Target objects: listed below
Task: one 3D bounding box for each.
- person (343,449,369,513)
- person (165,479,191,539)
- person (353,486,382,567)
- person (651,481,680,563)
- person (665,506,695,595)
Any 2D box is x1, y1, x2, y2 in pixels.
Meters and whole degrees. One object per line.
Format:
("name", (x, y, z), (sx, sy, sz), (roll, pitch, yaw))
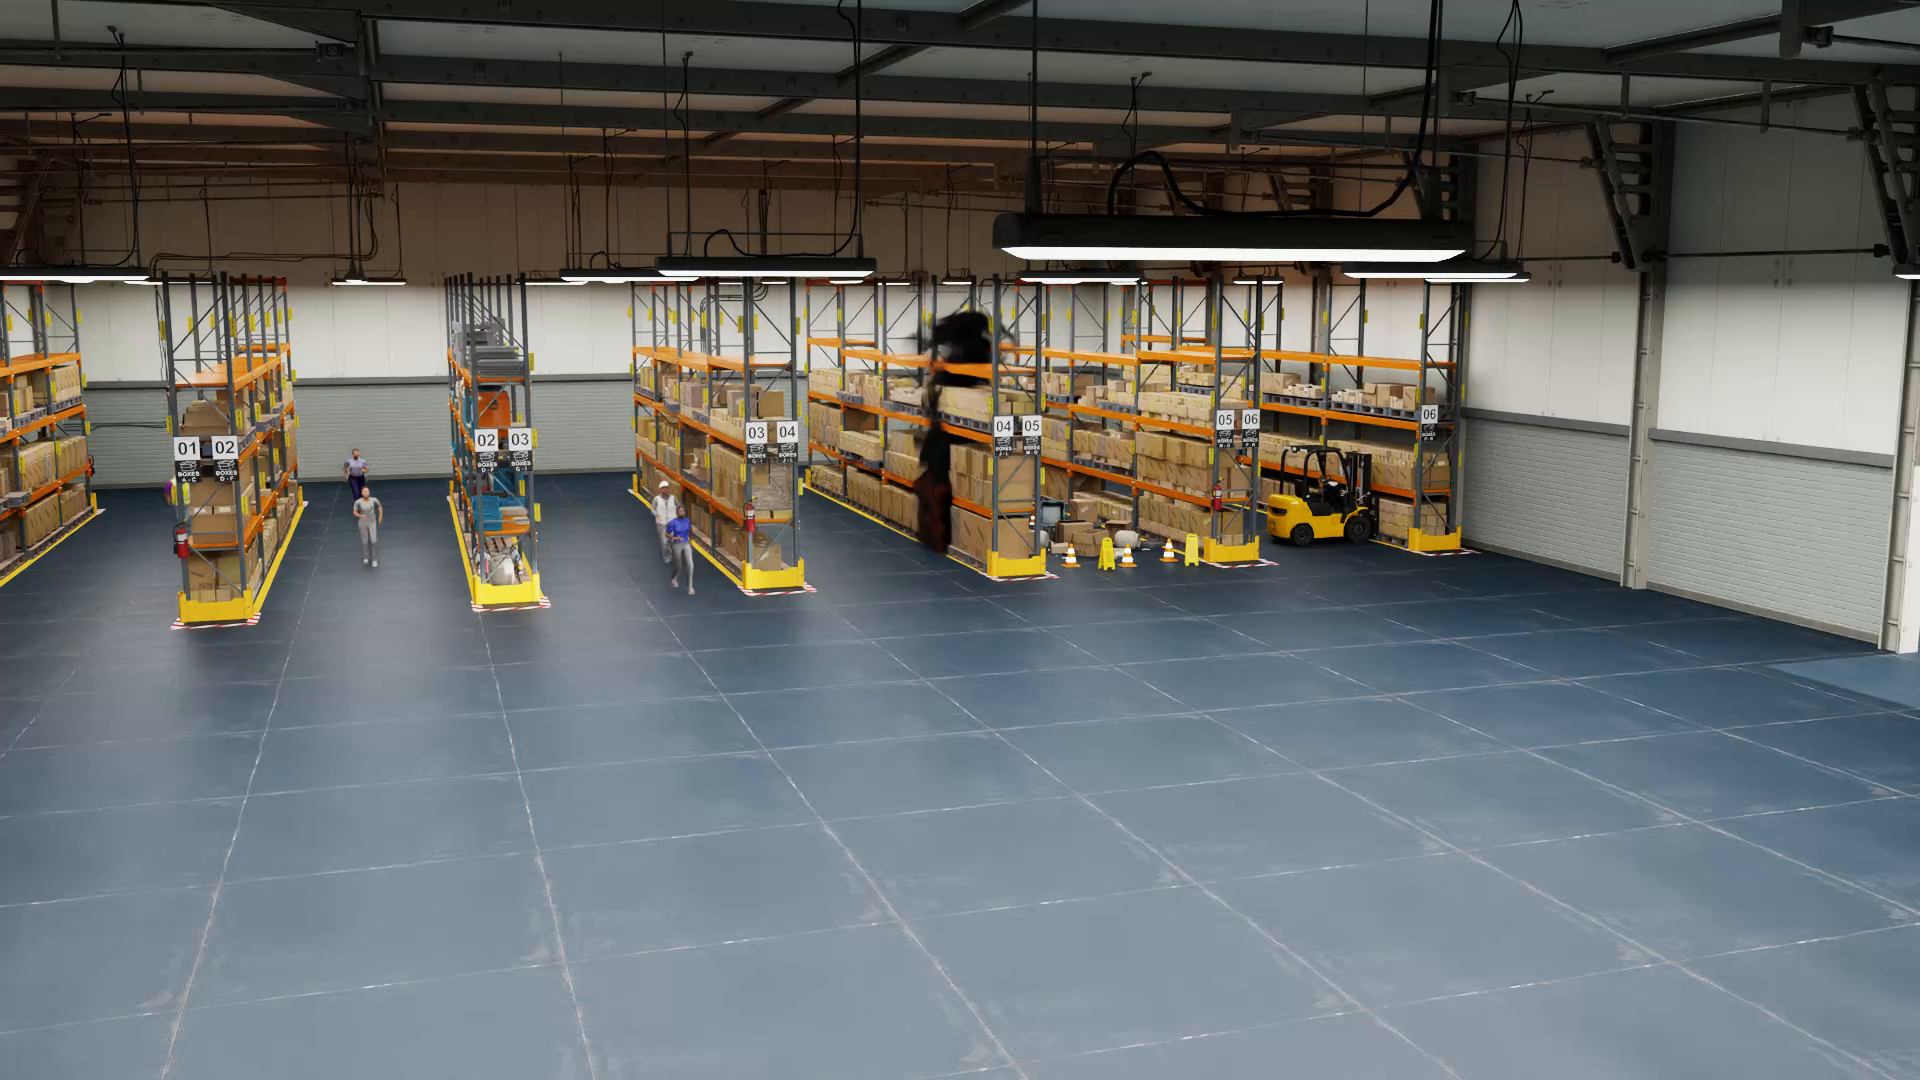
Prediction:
("person", (-15.500, -1.532, 42.738), (0.610, 1.626, 0.855), (-5, 10, -29))
("person", (-17.603, -0.793, 37.650), (0.699, 1.745, 0.771), (-4, 9, -23))
("person", (-12.261, -0.272, 34.472), (0.580, 1.719, 0.715), (-4, 9, -24))
("person", (-6.115, -0.364, 34.697), (0.635, 1.727, 0.563), (-2, 9, -16))
("person", (-5.309, 0.173, 31.561), (0.613, 1.672, 0.890), (-5, 10, -31))
